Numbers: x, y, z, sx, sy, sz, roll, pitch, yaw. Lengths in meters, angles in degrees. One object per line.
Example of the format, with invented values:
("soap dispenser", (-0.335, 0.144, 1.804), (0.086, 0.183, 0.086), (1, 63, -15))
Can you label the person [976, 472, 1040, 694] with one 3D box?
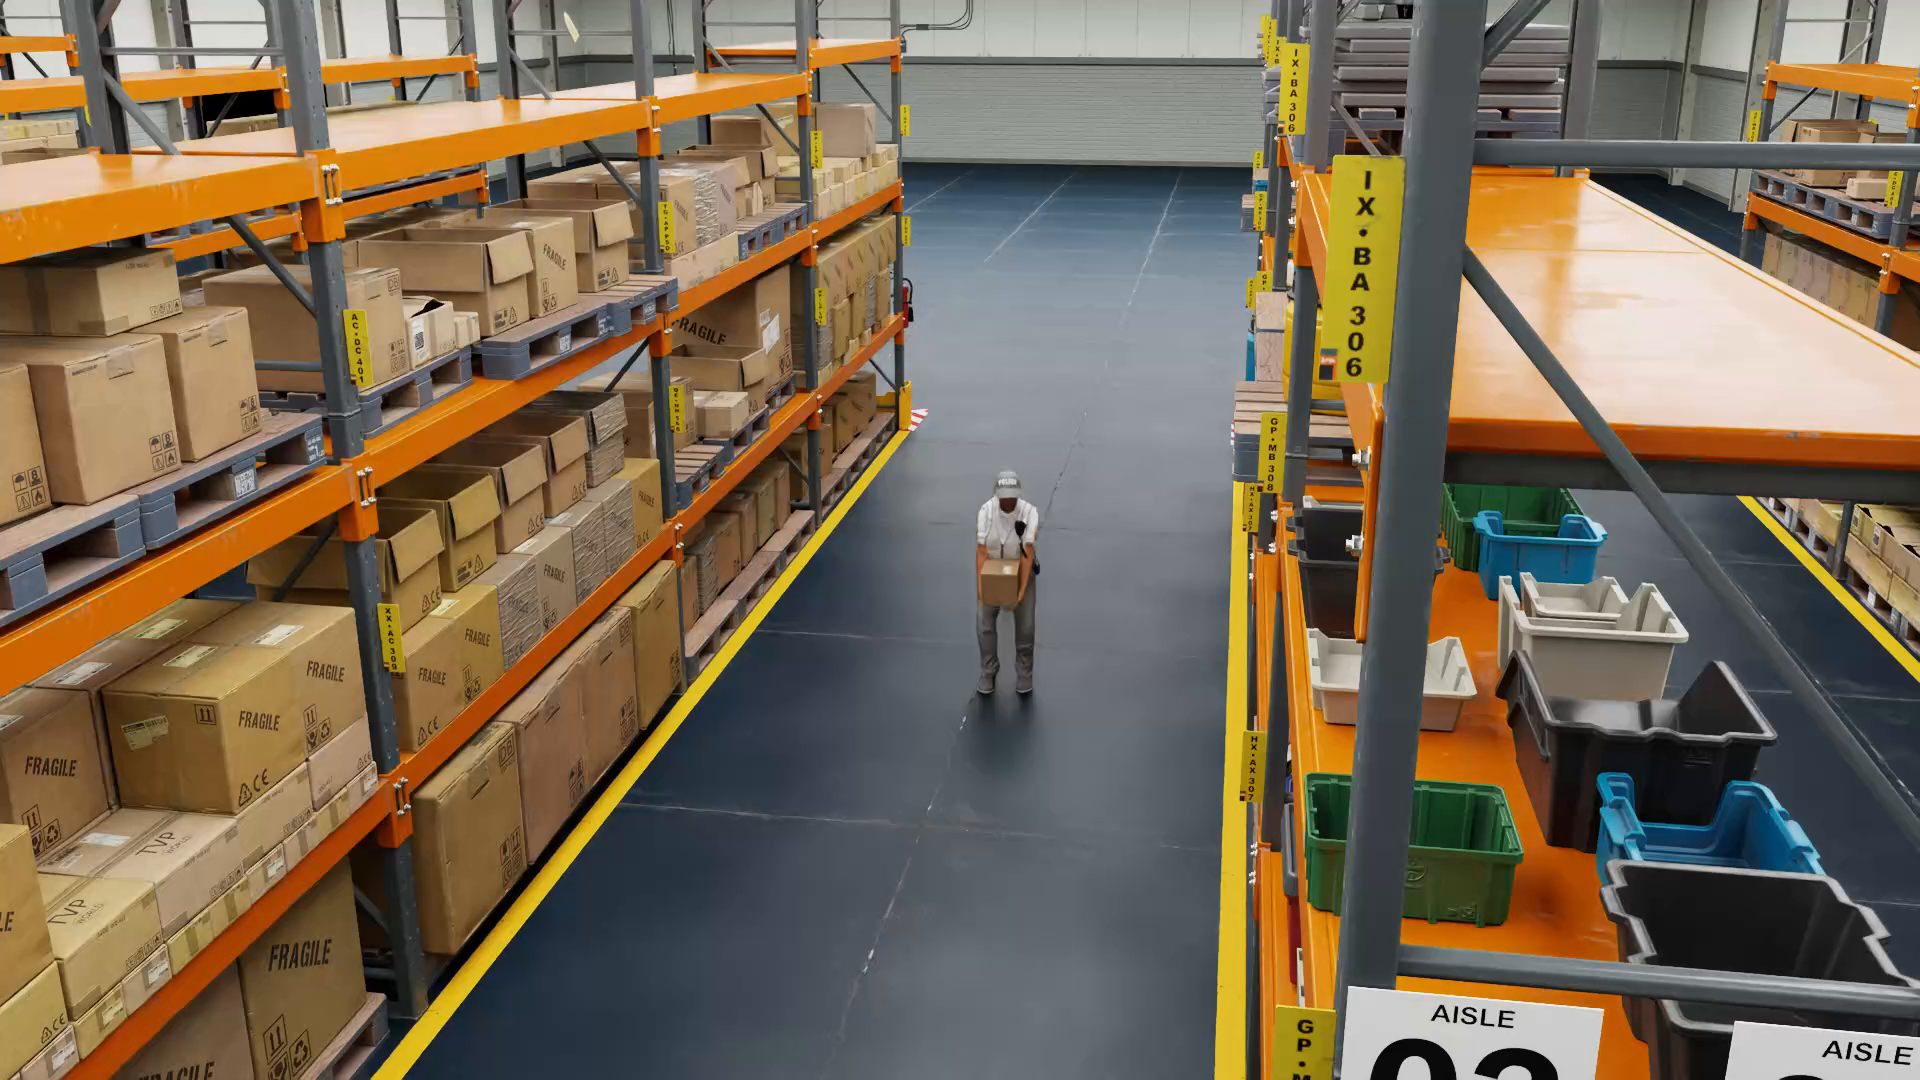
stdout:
("person", (0.327, 0.289, 11.723), (0.452, 1.638, 0.582), (3, 18, 8))
